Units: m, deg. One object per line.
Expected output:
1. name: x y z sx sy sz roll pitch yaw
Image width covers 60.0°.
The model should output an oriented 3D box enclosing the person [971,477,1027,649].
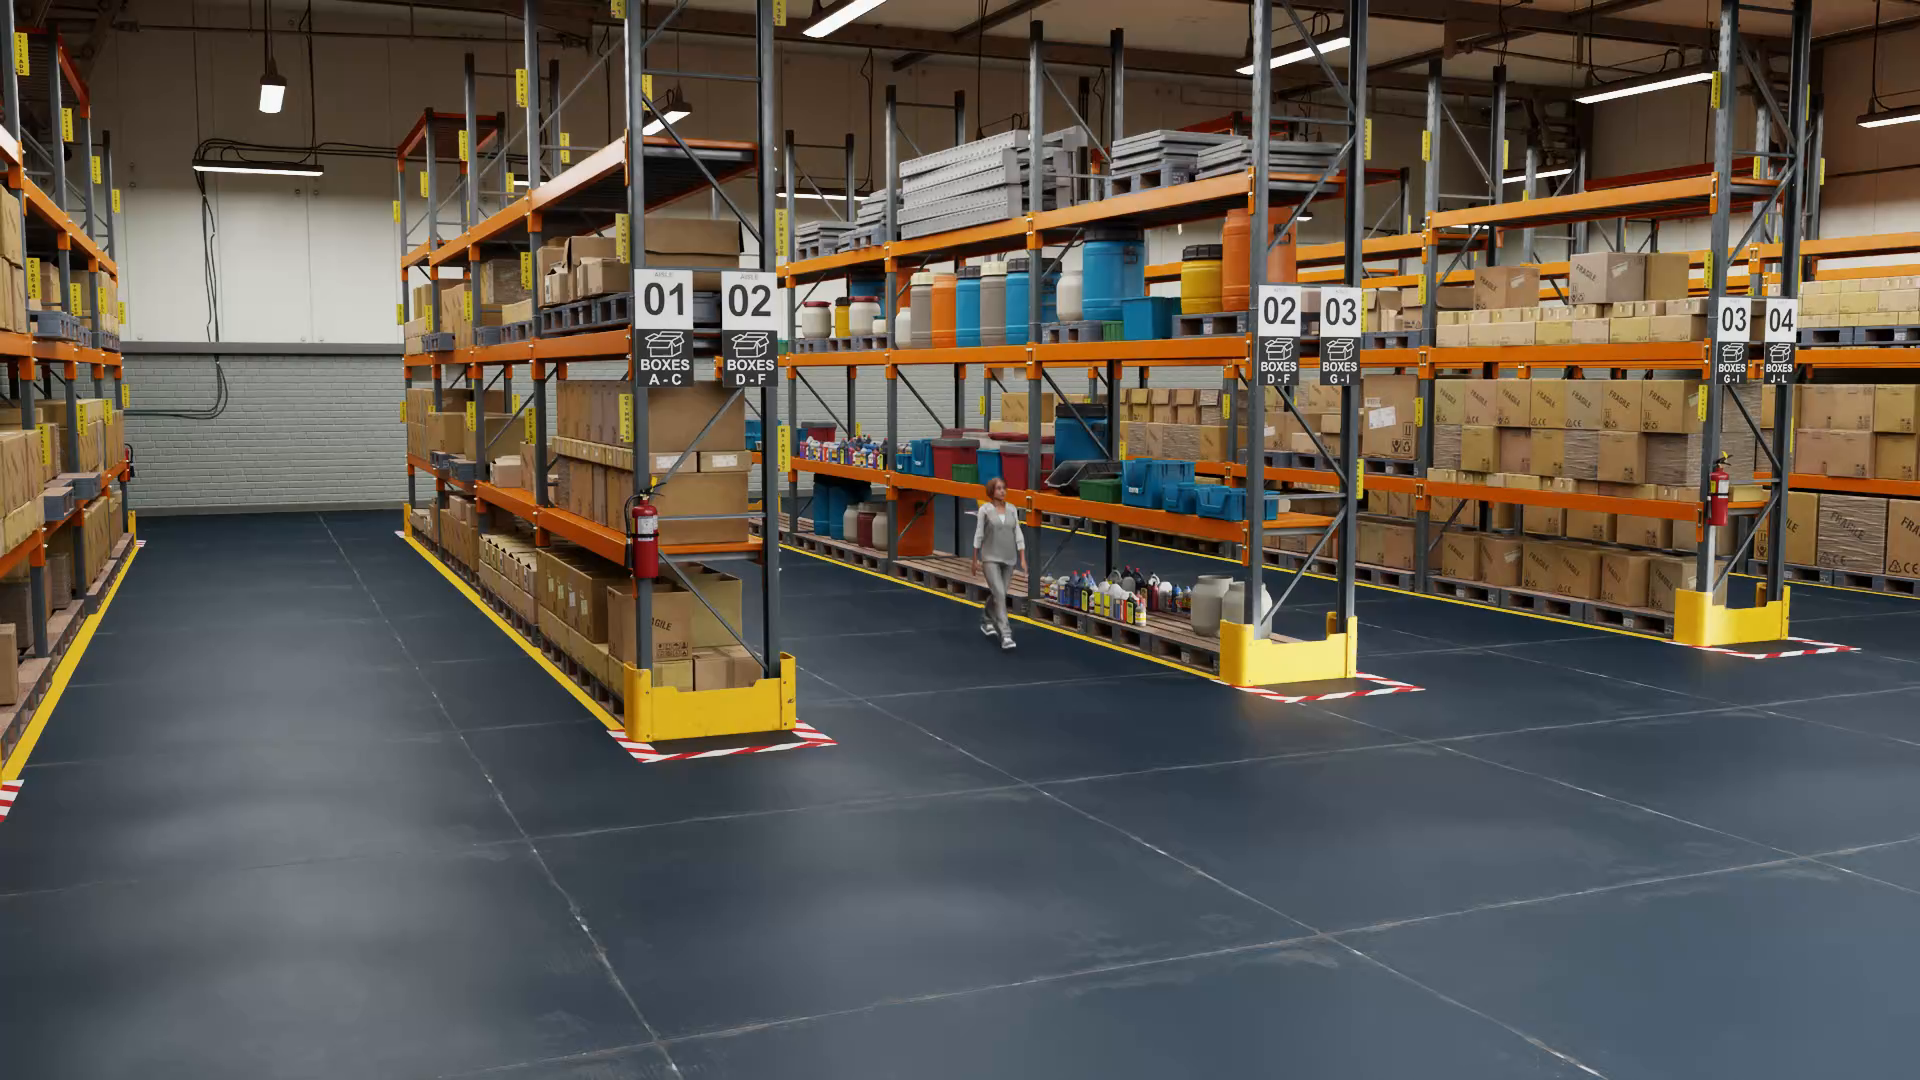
1. person: 0.369 0.193 15.274 0.442 1.532 0.976 -2 6 -22
